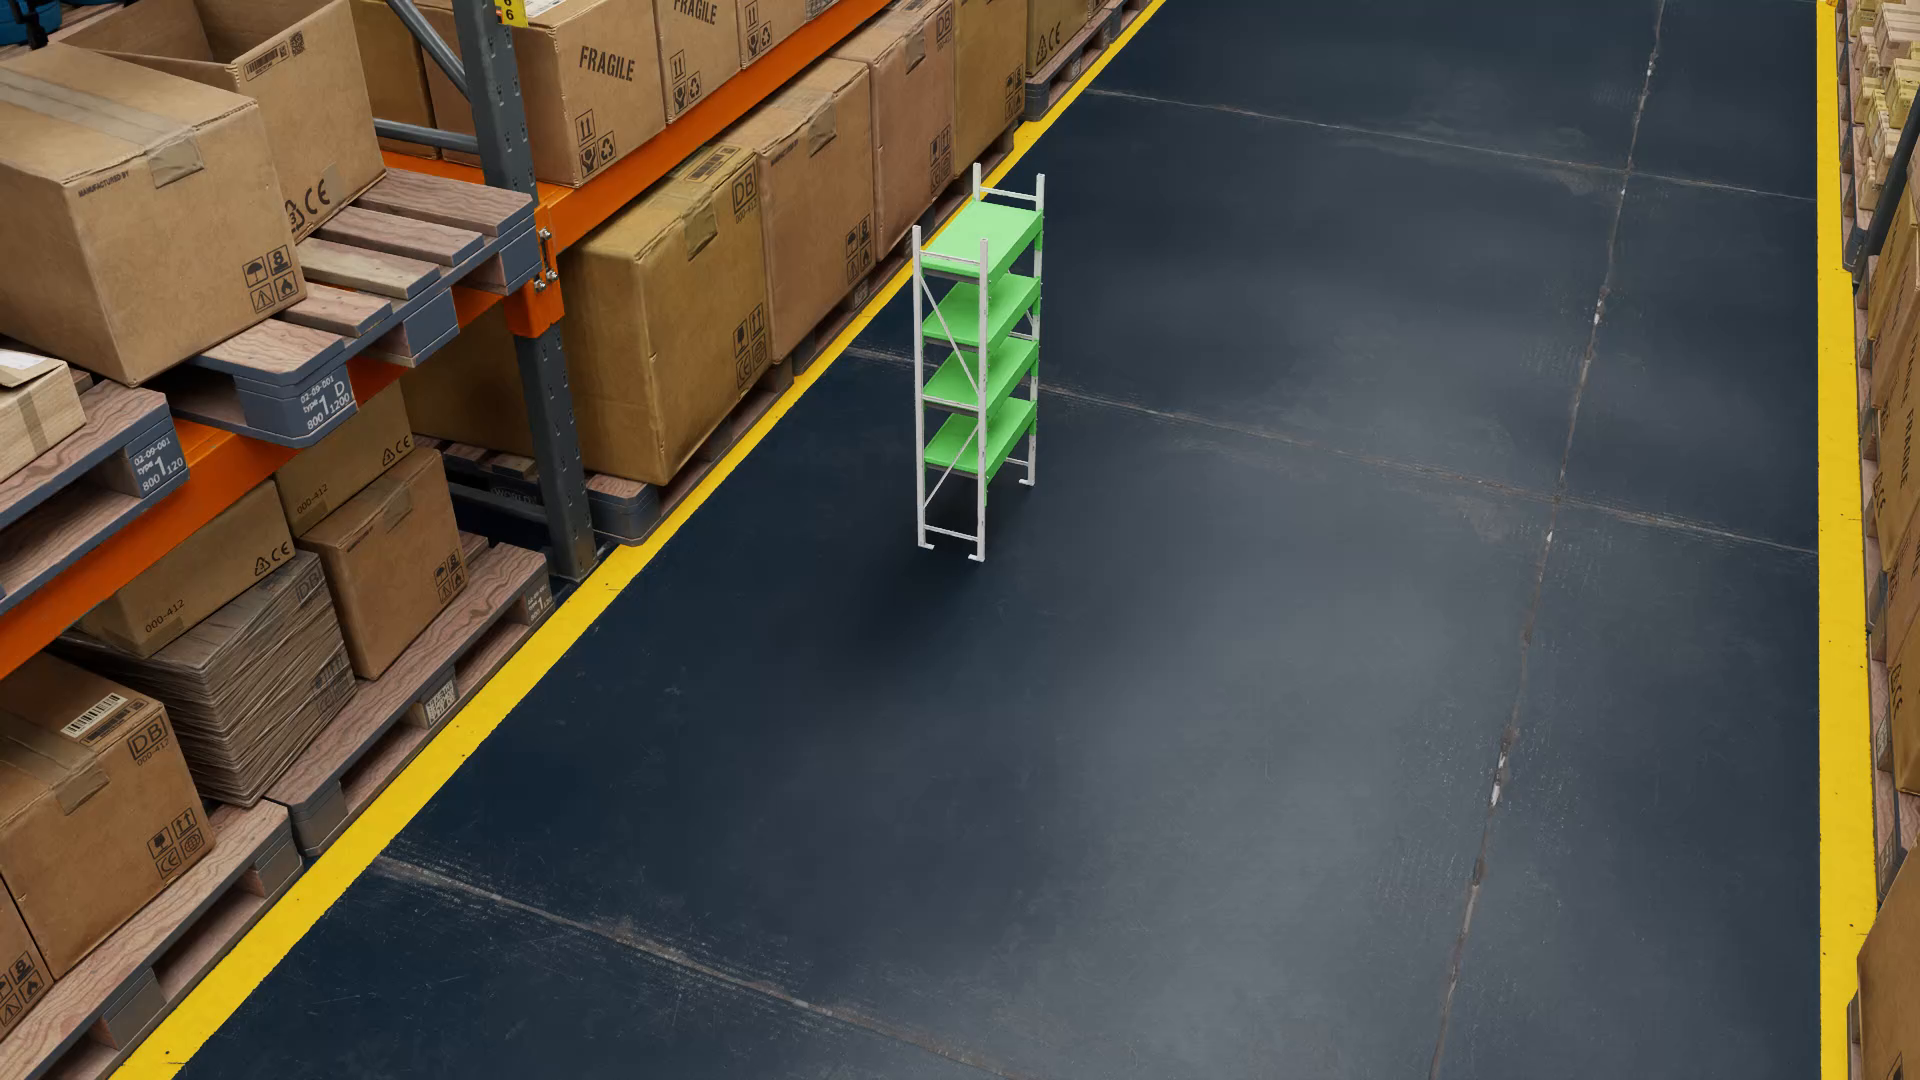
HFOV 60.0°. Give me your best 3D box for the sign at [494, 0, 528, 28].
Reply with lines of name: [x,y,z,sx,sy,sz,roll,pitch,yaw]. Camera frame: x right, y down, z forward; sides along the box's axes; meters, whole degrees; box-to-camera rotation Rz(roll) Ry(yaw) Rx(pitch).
sign: [-1.202,-1.512,4.366,0.100,0.325,0.005,14,39,18]

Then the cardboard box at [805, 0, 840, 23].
cardboard box: [-0.693,-2.292,6.228,0.500,0.500,0.500,14,39,18]

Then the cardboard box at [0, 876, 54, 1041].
cardboard box: [-2.564,0.937,3.711,0.700,0.500,0.500,11,38,14]

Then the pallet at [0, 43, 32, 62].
pallet: [-5.561,-2.329,8.689,1.003,0.211,1.213,14,39,18]

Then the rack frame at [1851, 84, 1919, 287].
rack frame: [4.363,-2.227,6.224,1.000,3.000,0.127,14,39,18]

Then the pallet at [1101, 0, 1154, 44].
pallet: [0.639,-3.377,10.091,1.003,0.211,1.213,14,39,18]

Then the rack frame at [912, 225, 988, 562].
rack frame: [-0.030,-0.437,5.333,0.240,1.200,0.015,14,39,18]

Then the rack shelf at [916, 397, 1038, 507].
rack shelf: [0.063,-0.329,5.695,0.258,0.148,0.480,14,39,18]

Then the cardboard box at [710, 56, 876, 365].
cardboard box: [-1.079,-1.384,6.521,1.225,0.875,0.875,14,39,18]

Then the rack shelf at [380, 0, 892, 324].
rack shelf: [-0.946,-2.017,6.544,1.077,0.370,4.000,14,39,18]

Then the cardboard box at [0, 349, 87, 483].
cardboard box: [-2.092,-0.328,3.444,0.396,0.266,0.258,13,39,16]

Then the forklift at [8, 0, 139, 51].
forklift: [-2.988,-2.201,6.246,1.130,2.935,3.031,15,39,19]

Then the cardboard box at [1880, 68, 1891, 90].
cardboard box: [4.631,-2.186,7.951,0.380,0.149,0.250,15,39,19]

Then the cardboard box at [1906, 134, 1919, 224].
cardboard box: [3.838,-1.345,6.155,0.500,0.250,0.500,12,38,16]

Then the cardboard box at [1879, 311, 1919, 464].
cardboard box: [3.450,-0.459,5.595,0.500,0.500,0.500,15,39,19]

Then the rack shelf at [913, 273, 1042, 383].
rack shelf: [0.063,-0.713,5.408,0.258,0.148,0.480,14,39,18]

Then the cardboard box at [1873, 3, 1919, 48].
cardboard box: [4.686,-2.487,8.105,0.380,0.149,0.250,13,39,16]

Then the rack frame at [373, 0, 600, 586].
rack frame: [-1.707,-1.198,4.847,1.000,3.000,0.127,14,39,18]

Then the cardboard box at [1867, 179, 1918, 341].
cardboard box: [3.837,-1.045,6.380,0.500,0.500,0.500,15,39,19]

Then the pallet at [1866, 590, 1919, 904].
pallet: [3.140,0.672,4.674,1.003,0.211,1.213,14,39,18]

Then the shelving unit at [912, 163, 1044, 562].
shelving unit: [0.063,-0.572,5.513,0.258,1.200,0.503,14,39,18]

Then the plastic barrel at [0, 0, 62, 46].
plastic barrel: [-5.258,-3.179,8.900,0.600,0.901,0.708,14,39,18]

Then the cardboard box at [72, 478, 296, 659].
cardboard box: [-2.127,0.000,4.338,0.500,0.250,0.500,18,40,23]

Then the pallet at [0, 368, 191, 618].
pallet: [-2.423,-0.016,3.426,1.003,0.211,1.213,14,39,18]

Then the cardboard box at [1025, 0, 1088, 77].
cardboard box: [0.140,-3.077,8.785,0.875,0.875,0.875,14,39,18]

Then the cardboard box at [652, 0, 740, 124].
cardboard box: [-1.077,-1.731,5.477,0.500,0.500,0.500,13,39,17]

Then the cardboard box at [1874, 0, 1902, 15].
cardboard box: [4.889,-2.760,8.471,0.380,0.149,0.250,14,39,18]

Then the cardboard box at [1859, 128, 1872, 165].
cardboard box: [4.414,-1.834,7.728,0.380,0.149,0.250,13,39,16]

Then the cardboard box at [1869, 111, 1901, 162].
cardboard box: [4.280,-1.772,7.397,0.380,0.149,0.250,12,38,16]

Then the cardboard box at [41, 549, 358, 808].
cardboard box: [-2.143,0.312,4.547,0.700,0.500,0.500,11,38,14]

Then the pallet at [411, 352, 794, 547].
pallet: [-1.338,-0.500,6.243,1.003,0.211,1.213,14,39,18]

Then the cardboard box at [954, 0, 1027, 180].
cardboard box: [-0.410,-2.371,7.841,1.225,0.875,0.875,14,39,18]

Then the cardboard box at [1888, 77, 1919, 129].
cardboard box: [4.318,-1.898,7.318,0.380,0.149,0.250,14,39,18]

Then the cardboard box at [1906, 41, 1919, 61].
cardboard box: [4.577,-2.164,7.673,0.380,0.149,0.250,15,39,19]

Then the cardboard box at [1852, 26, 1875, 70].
cardboard box: [4.895,-2.550,8.687,0.380,0.149,0.250,12,38,16]

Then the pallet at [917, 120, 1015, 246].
pallet: [-0.409,-1.851,8.051,1.003,0.211,1.213,14,39,18]

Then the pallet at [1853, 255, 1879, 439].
pallet: [4.068,-0.679,6.482,1.003,0.211,1.213,14,39,18]

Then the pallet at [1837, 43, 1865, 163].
pallet: [5.049,-2.168,8.474,1.003,0.211,1.213,14,39,18]

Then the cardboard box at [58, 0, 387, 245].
cardboard box: [-1.876,-1.098,4.280,0.500,0.500,0.500,9,38,12]

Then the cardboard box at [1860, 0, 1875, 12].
cardboard box: [5.083,-2.944,8.965,0.380,0.149,0.250,15,39,19]

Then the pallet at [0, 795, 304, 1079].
pallet: [-2.472,1.024,4.203,1.003,0.211,1.213,14,39,18]

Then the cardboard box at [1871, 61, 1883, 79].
cardboard box: [4.752,-2.250,8.285,0.380,0.149,0.250,15,39,19]

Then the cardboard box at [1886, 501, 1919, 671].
cardboard box: [3.051,0.110,4.834,0.500,0.500,0.500,15,39,20]

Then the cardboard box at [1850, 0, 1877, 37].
cardboard box: [5.079,-2.831,9.063,0.380,0.149,0.250,14,39,18]
